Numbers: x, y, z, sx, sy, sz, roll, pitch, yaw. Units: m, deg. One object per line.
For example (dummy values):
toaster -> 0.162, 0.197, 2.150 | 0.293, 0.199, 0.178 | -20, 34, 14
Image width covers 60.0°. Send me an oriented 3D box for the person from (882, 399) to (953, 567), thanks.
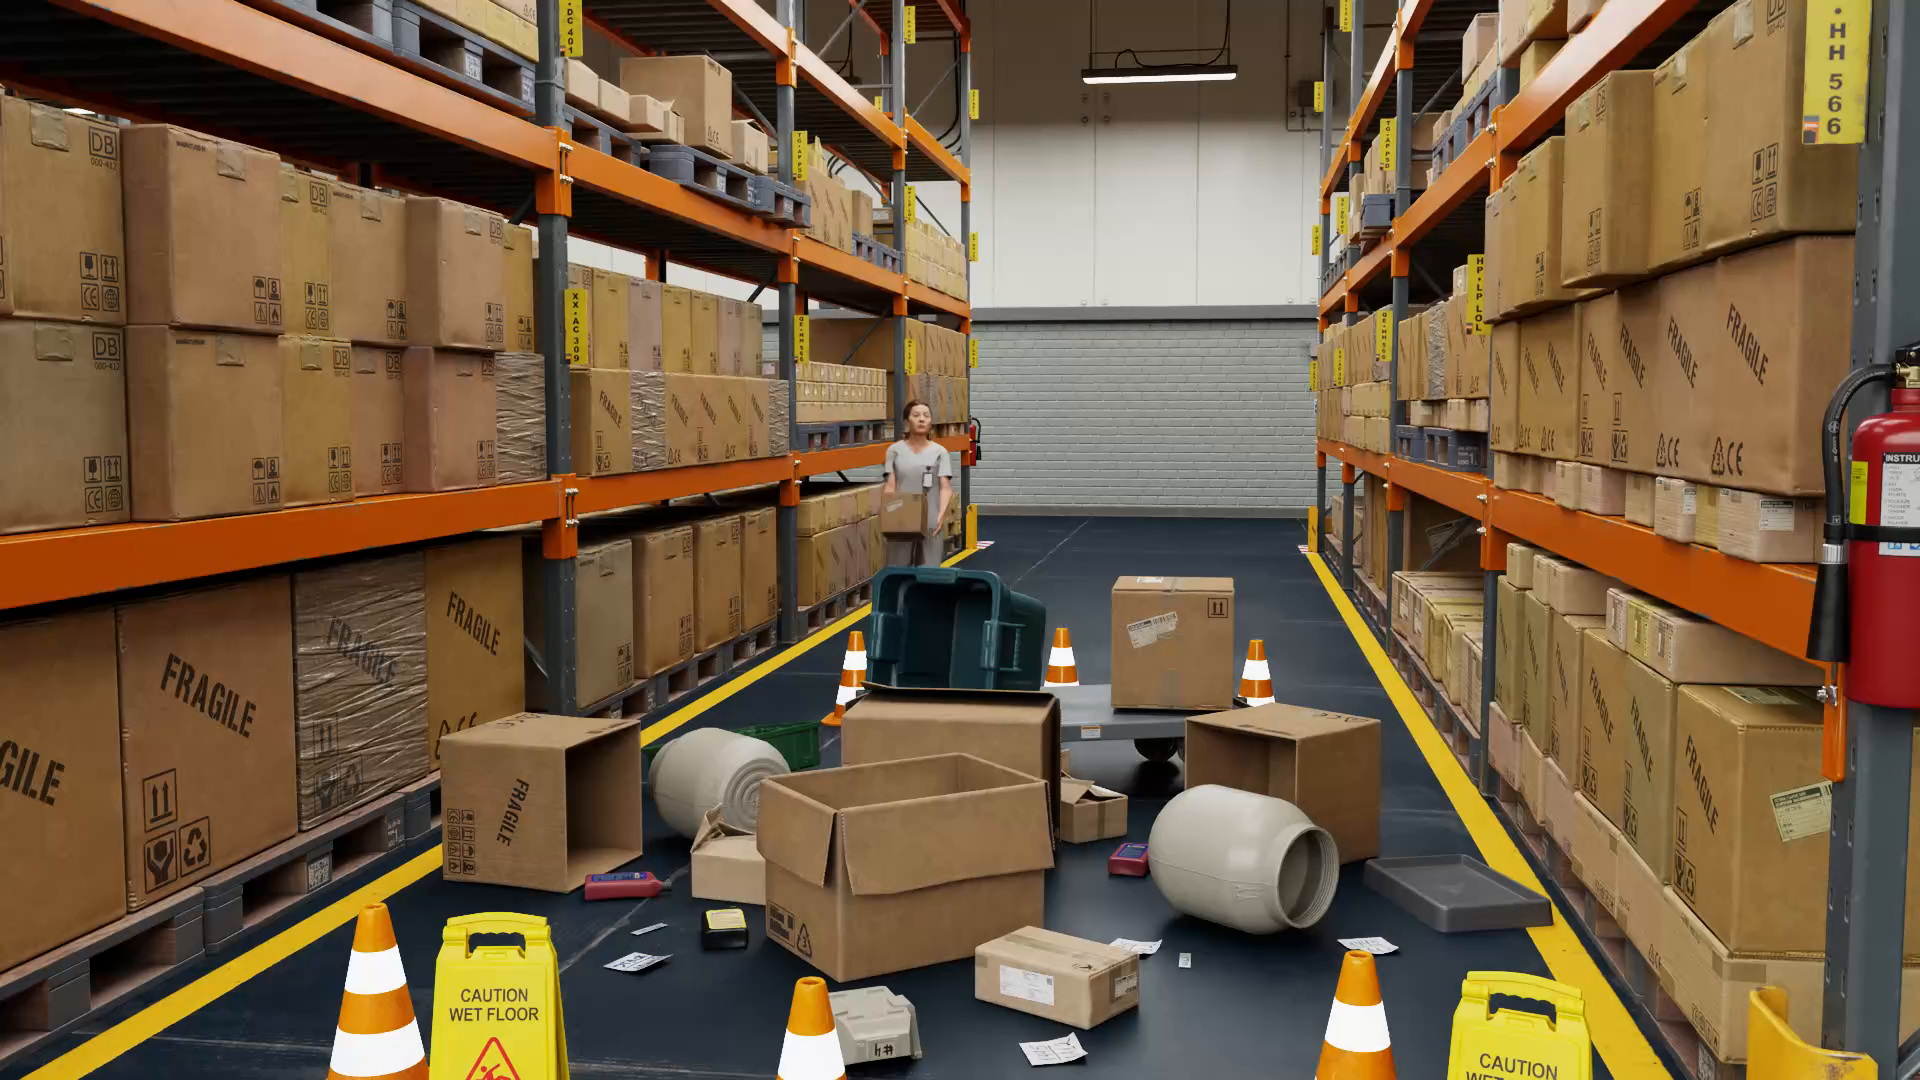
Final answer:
person -> -0.281, -0.052, 10.499 | 0.479, 1.676, 0.534 | 0, 5, -6
